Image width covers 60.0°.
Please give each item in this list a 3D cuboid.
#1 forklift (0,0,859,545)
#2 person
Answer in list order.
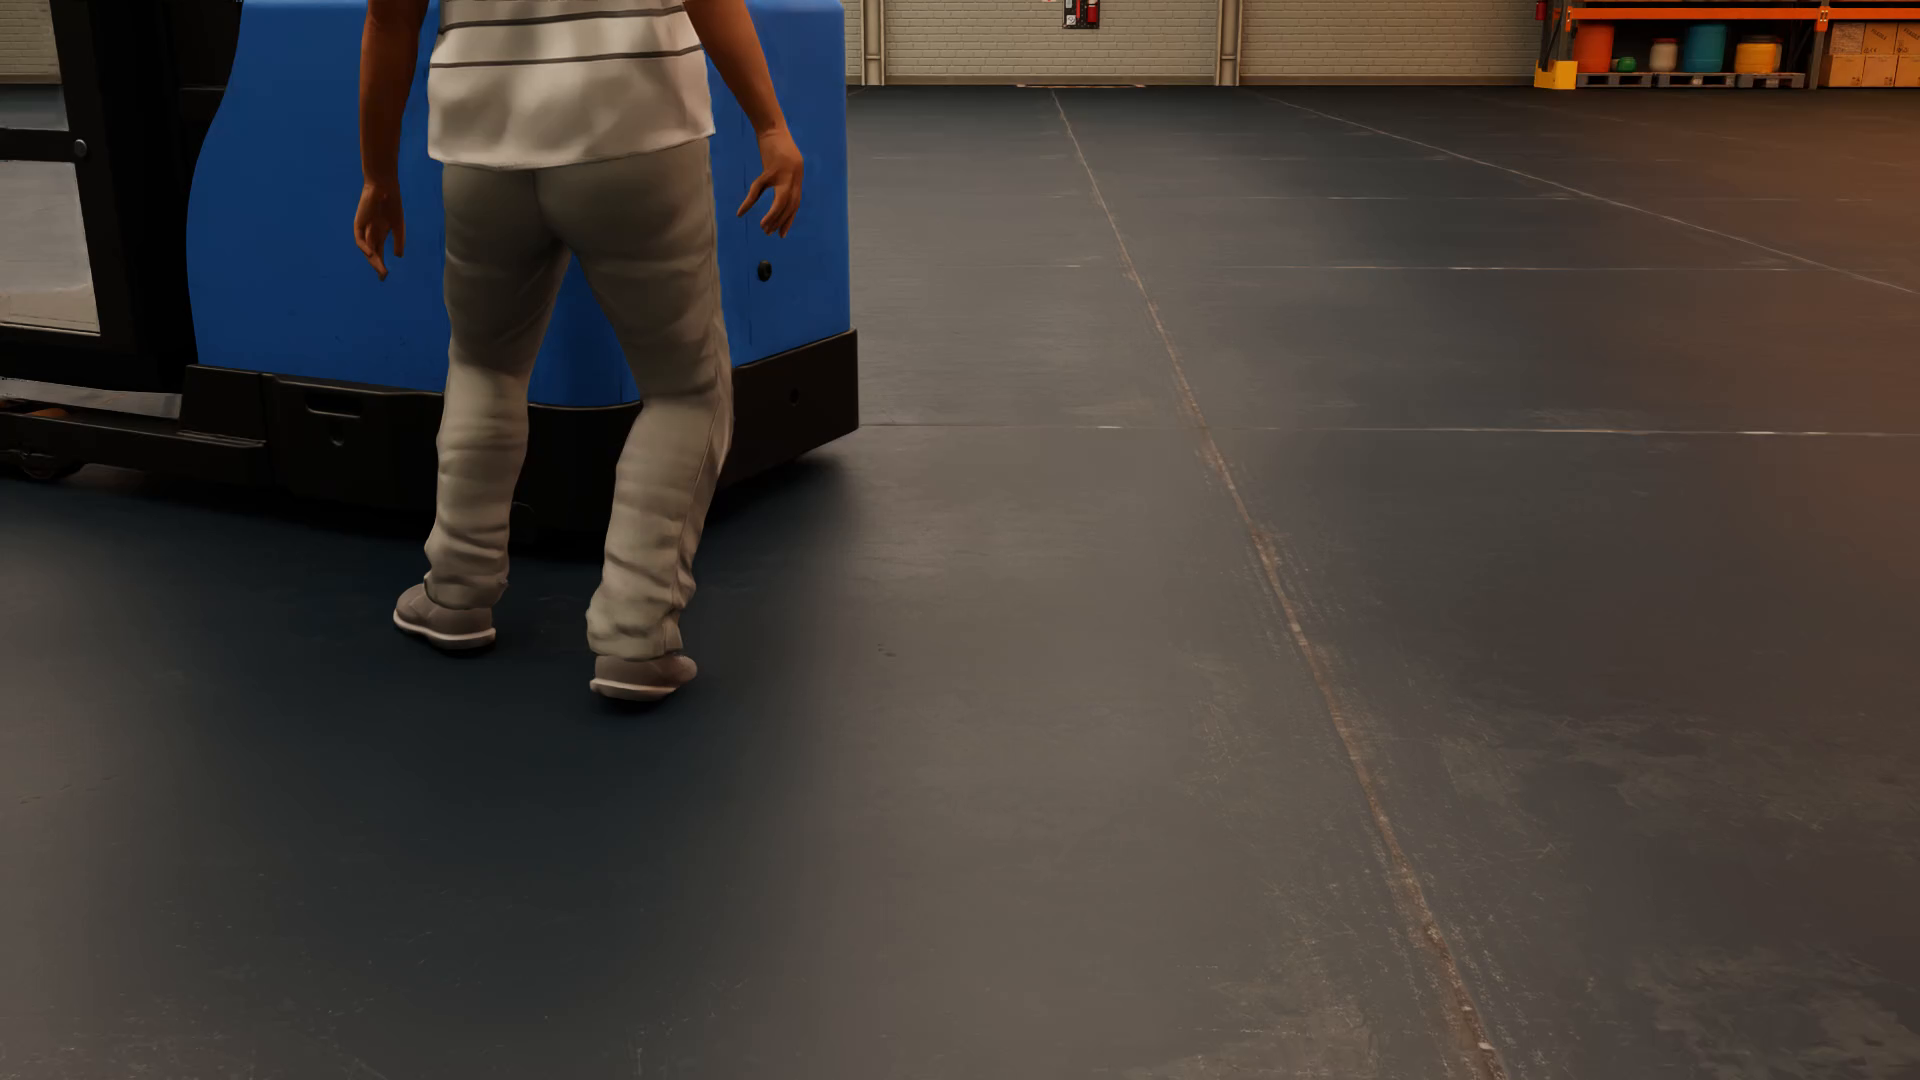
[{"bbox_3d":[-1.802,-1.668,3.799,3.031,2.935,1.130,8,19,24],"label":"forklift"},{"bbox_3d":[-0.609,-0.557,2.559,0.839,1.651,0.498,6,18,18],"label":"person"}]
